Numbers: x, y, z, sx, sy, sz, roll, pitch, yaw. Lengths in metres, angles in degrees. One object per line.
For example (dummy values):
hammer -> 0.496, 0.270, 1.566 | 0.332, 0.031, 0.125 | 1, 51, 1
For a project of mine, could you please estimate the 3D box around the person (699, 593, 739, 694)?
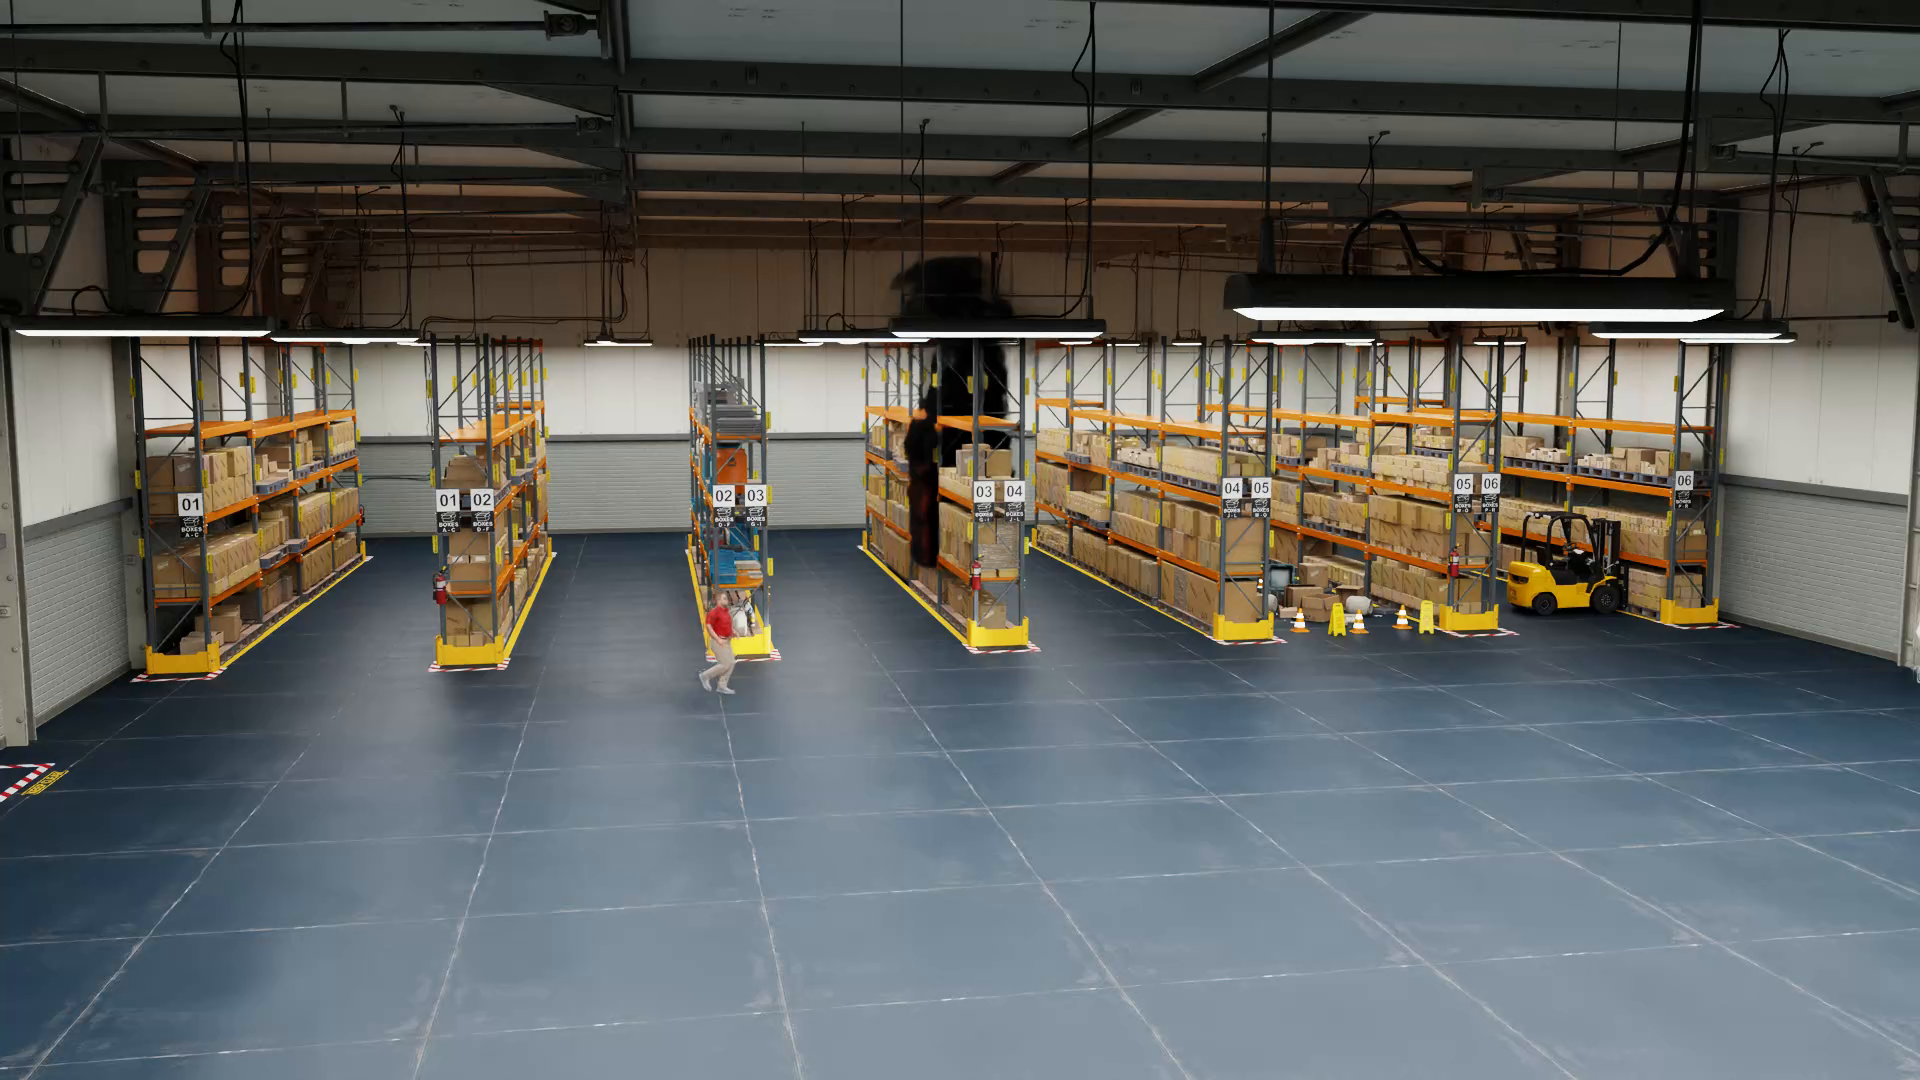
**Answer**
person -> -4.018, 1.718, 27.739 | 0.600, 1.702, 0.683 | 2, 7, 14
